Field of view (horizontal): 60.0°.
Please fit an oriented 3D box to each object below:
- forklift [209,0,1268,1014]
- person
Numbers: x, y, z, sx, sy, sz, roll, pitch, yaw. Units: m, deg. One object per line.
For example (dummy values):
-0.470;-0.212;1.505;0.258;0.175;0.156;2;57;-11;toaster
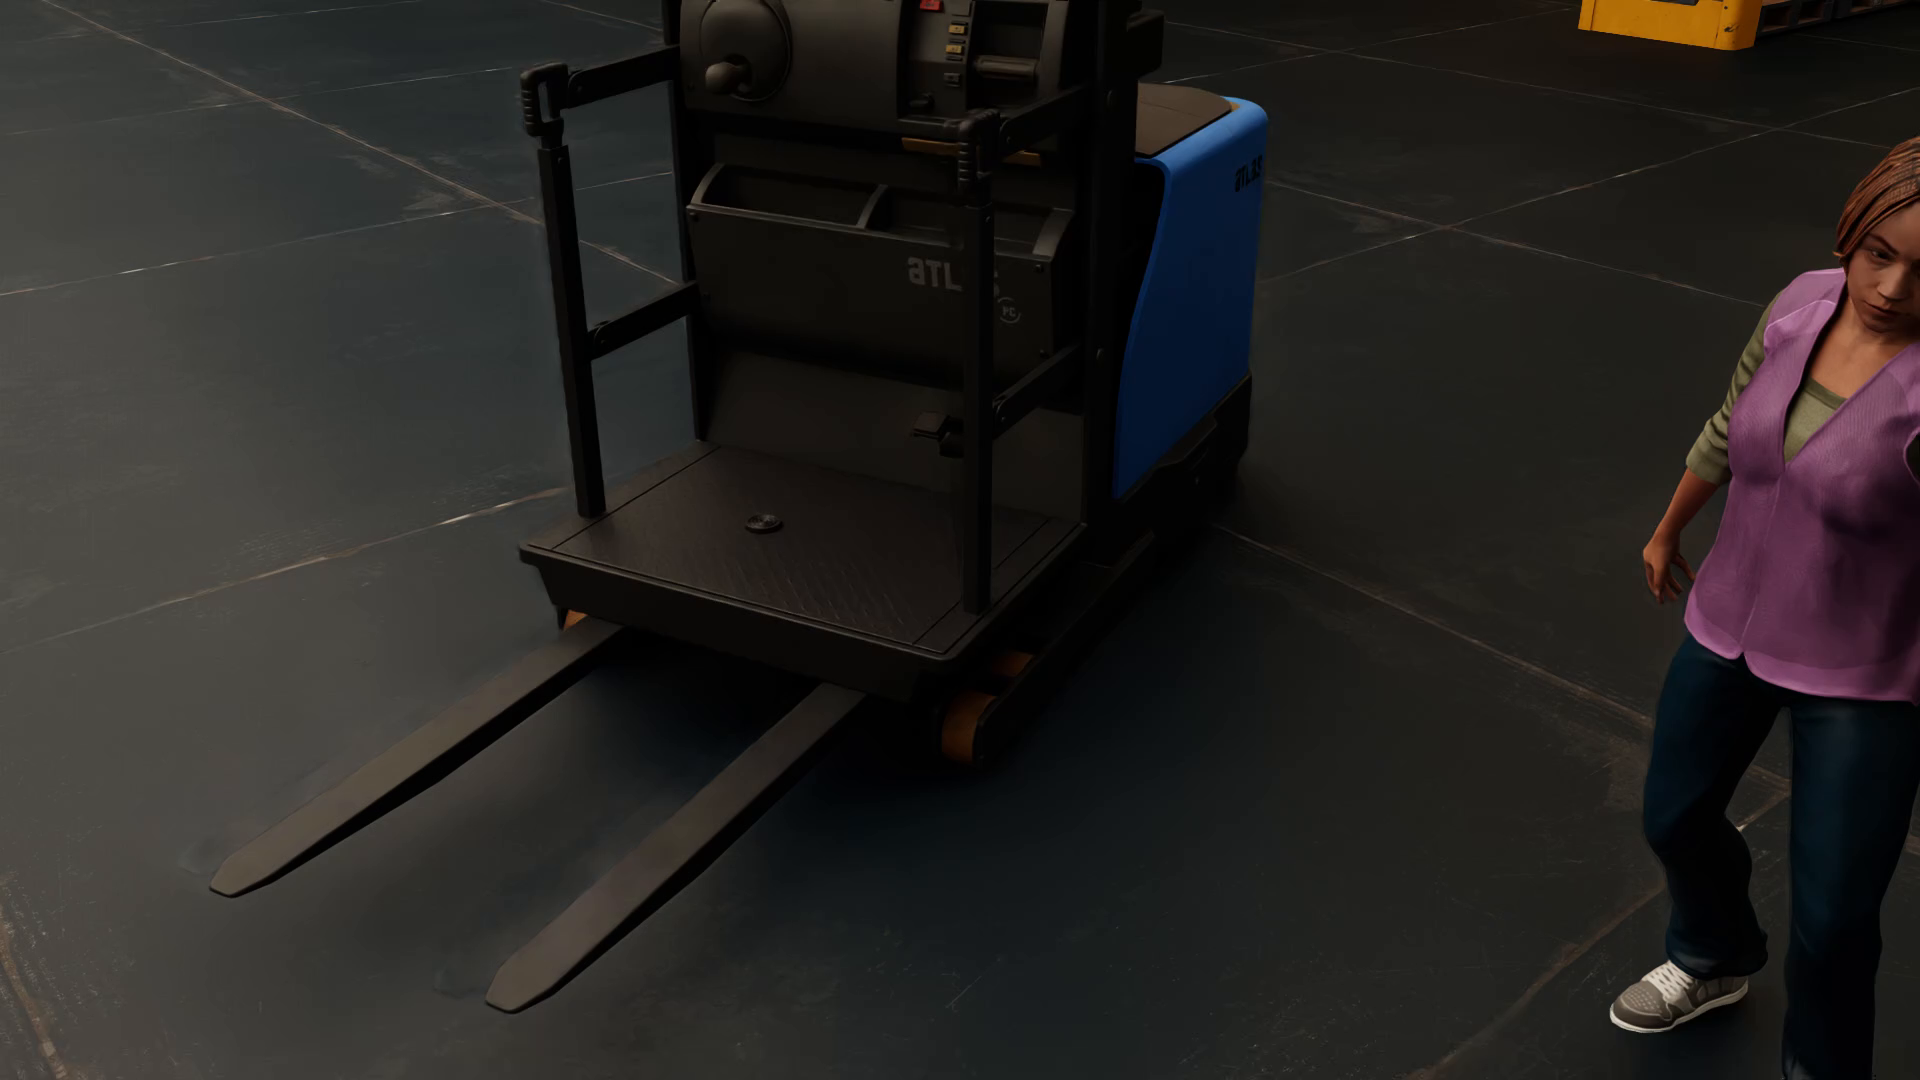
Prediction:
-0.284;-1.056;3.331;1.130;2.935;3.031;13;29;24;forklift
1.247;0.182;2.409;0.402;1.568;0.733;-12;29;-23;person
